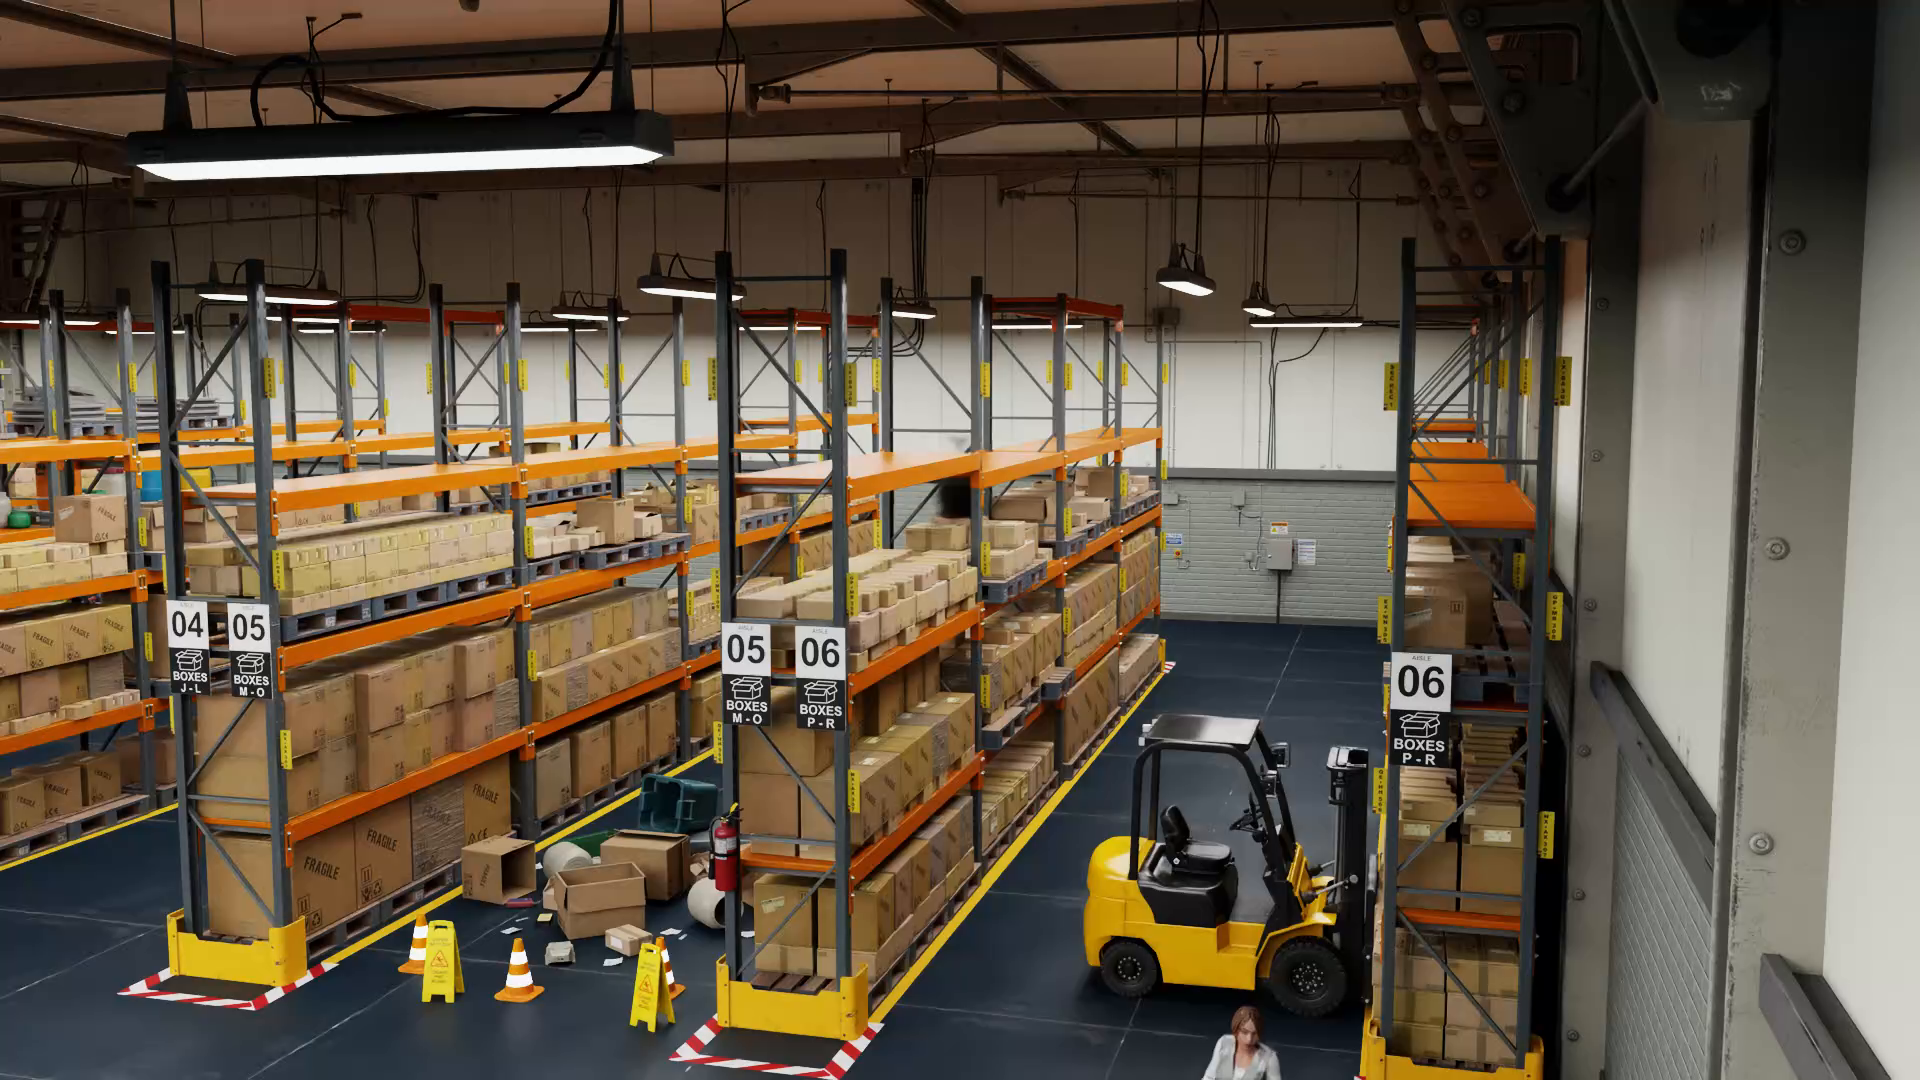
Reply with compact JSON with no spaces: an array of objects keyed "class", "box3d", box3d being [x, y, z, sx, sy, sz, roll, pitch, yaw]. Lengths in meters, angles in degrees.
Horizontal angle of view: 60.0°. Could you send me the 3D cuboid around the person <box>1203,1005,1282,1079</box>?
[{"class":"person","box3d":[1.636,3.383,9.646,0.589,1.542,0.613,2,6,20]}]
